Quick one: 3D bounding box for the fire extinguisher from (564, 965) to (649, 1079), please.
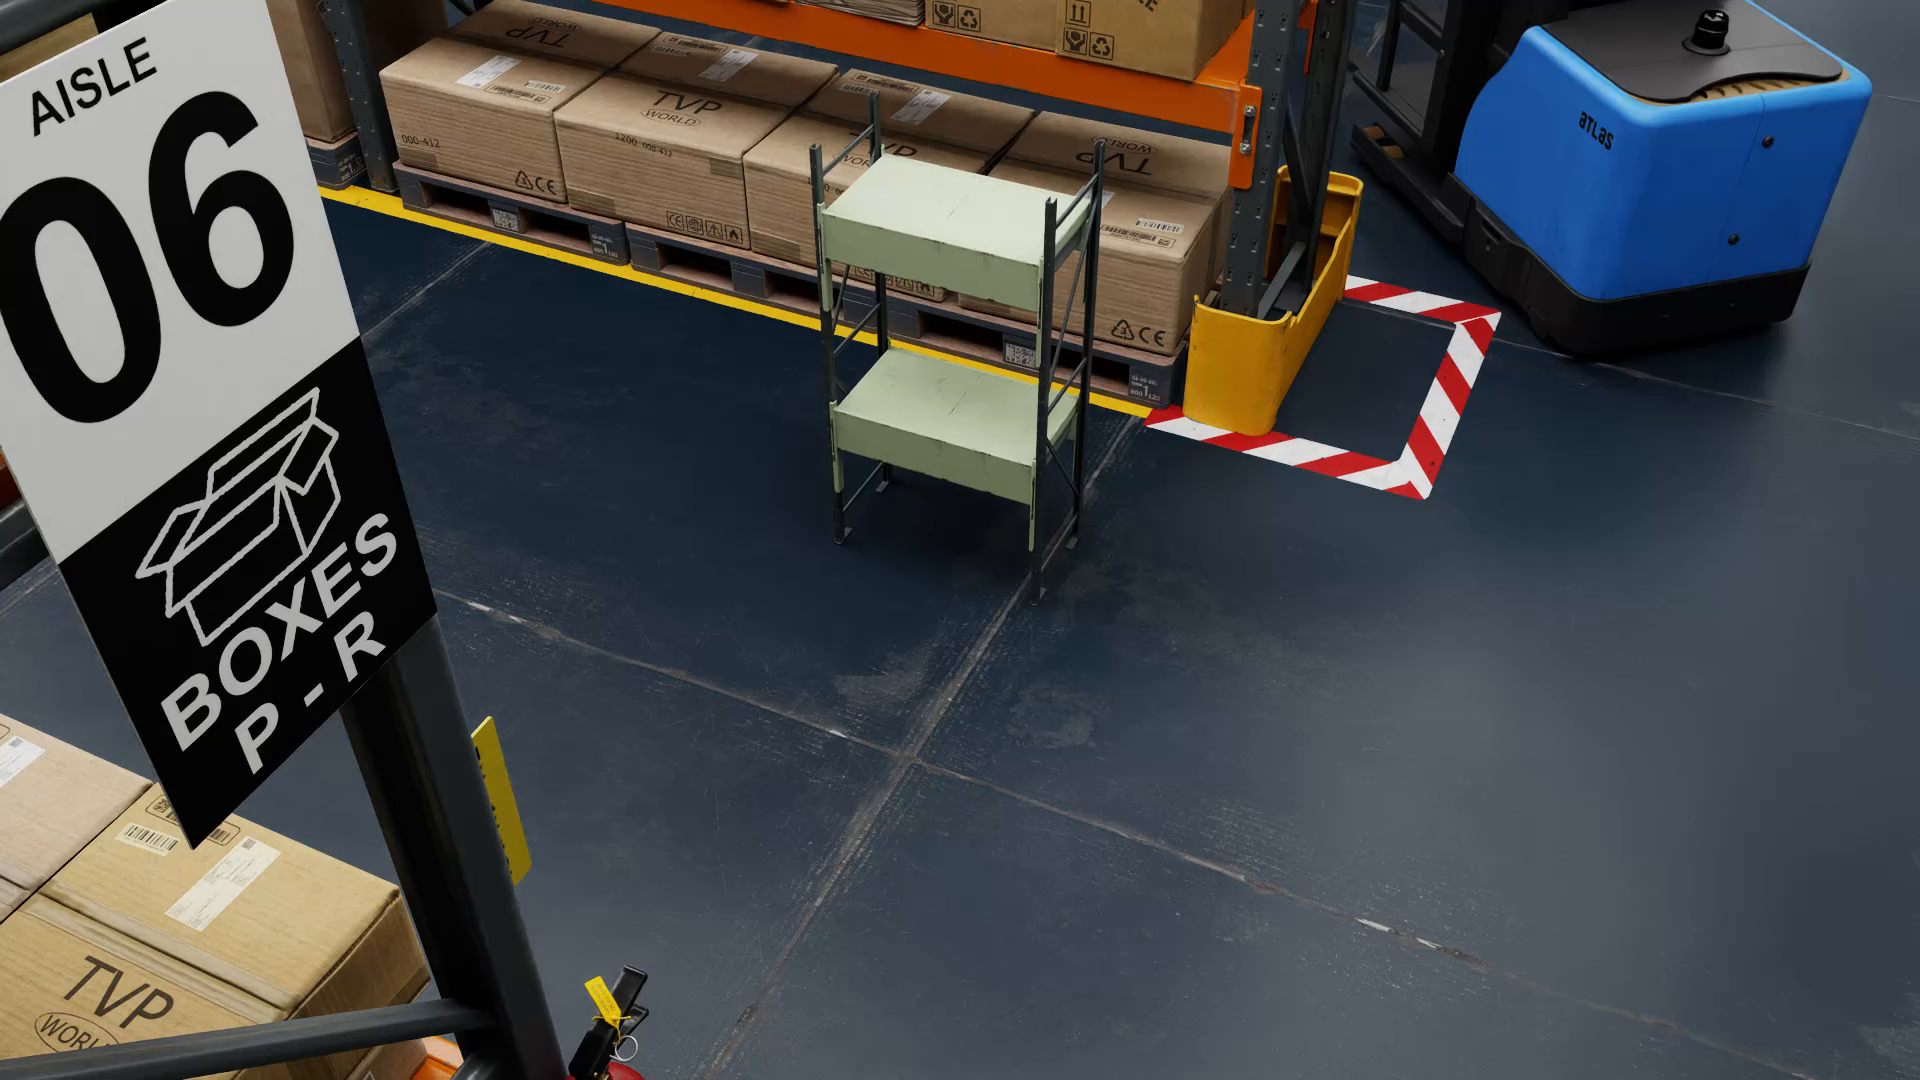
[{"bbox_3d":[-0.563,0.978,2.675,0.183,0.674,0.296,17,44,19],"label":"fire extinguisher"}]

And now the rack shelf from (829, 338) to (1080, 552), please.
[{"bbox_3d":[-0.006,-0.322,5.474,0.720,0.370,0.431,17,44,19],"label":"rack shelf"}]

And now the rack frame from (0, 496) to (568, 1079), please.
[{"bbox_3d":[-0.892,1.042,2.258,0.127,3.000,1.000,17,44,19],"label":"rack frame"}]

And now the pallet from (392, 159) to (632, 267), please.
[{"bbox_3d":[-1.765,-1.702,7.553,1.213,0.211,1.003,17,44,19],"label":"pallet"}]

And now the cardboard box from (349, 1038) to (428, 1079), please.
[{"bbox_3d":[-1.074,0.883,2.633,0.250,0.149,0.380,17,44,18],"label":"cardboard box"}]

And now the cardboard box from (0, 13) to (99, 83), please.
[{"bbox_3d":[-1.178,-0.432,1.556,0.500,0.250,0.500,17,44,18],"label":"cardboard box"}]

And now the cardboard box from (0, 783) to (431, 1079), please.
[{"bbox_3d":[-1.189,0.701,2.539,0.500,0.250,0.500,17,44,19],"label":"cardboard box"}]

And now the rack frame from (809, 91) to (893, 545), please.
[{"bbox_3d":[-0.338,-0.670,5.378,0.023,1.500,0.400,17,44,19],"label":"rack frame"}]

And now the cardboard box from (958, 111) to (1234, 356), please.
[{"bbox_3d":[0.563,-1.219,6.502,0.875,0.438,0.875,16,43,17],"label":"cardboard box"}]

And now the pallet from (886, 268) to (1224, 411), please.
[{"bbox_3d":[0.446,-1.027,6.773,1.213,0.211,1.003,17,44,19],"label":"pallet"}]

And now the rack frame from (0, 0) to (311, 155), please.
[{"bbox_3d":[-0.892,-1.225,0.293,0.127,3.000,1.000,17,44,19],"label":"rack frame"}]

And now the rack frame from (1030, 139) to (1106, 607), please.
[{"bbox_3d":[0.326,-0.467,5.144,0.023,1.500,0.400,17,44,19],"label":"rack frame"}]

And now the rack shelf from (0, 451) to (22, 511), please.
[{"bbox_3d":[-2.704,-0.374,2.150,4.000,0.370,1.077,17,44,19],"label":"rack shelf"}]

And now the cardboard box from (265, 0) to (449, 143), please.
[{"bbox_3d":[-3.017,-2.493,7.638,0.875,0.875,0.875,18,44,20],"label":"cardboard box"}]

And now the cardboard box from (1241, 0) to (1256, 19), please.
[{"bbox_3d":[0.890,-2.246,5.975,0.500,0.500,0.500,17,44,18],"label":"cardboard box"}]

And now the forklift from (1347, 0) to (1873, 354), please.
[{"bbox_3d":[2.469,-2.808,6.752,1.130,2.935,3.031,-10,42,-12],"label":"forklift"}]

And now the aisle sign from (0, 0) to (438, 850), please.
[{"bbox_3d":[-0.706,-0.096,1.586,0.004,0.787,0.394,17,44,19],"label":"aisle sign"}]

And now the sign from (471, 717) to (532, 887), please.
[{"bbox_3d":[-0.663,0.393,2.346,0.005,0.325,0.100,17,44,19],"label":"sign"}]

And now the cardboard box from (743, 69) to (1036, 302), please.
[{"bbox_3d":[-0.270,-1.468,6.789,0.875,0.438,0.875,18,44,20],"label":"cardboard box"}]

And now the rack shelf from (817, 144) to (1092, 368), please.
[{"bbox_3d":[-0.006,-0.863,5.005,0.720,0.370,0.431,17,44,19],"label":"rack shelf"}]

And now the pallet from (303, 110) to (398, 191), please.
[{"bbox_3d":[-3.153,-2.128,8.044,1.213,0.211,1.003,17,44,19],"label":"pallet"}]

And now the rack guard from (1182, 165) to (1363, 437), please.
[{"bbox_3d":[1.225,-0.954,6.469,0.348,0.500,1.175,17,44,19],"label":"rack guard"}]

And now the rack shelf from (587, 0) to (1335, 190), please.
[{"bbox_3d":[-0.609,-2.187,6.533,4.000,0.370,1.077,17,44,19],"label":"rack shelf"}]

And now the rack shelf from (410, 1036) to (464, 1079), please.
[{"bbox_3d":[-2.704,0.760,3.132,4.000,0.370,1.077,17,44,19],"label":"rack shelf"}]

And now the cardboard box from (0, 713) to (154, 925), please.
[{"bbox_3d":[-1.646,0.561,2.700,0.500,0.250,0.500,17,44,19],"label":"cardboard box"}]

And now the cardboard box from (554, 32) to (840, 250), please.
[{"bbox_3d":[-1.086,-1.718,7.078,0.875,0.438,0.875,16,43,17],"label":"cardboard box"}]

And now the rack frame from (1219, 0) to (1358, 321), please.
[{"bbox_3d":[1.203,-1.905,5.658,0.127,3.000,1.000,17,44,19],"label":"rack frame"}]

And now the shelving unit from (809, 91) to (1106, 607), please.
[{"bbox_3d":[-0.006,-0.569,5.261,0.755,1.500,0.431,17,44,19],"label":"shelving unit"}]

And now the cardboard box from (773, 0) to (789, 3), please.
[{"bbox_3d":[-0.738,-2.339,6.083,0.500,0.500,0.500,18,44,20],"label":"cardboard box"}]

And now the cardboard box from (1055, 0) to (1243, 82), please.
[{"bbox_3d":[0.654,-1.920,5.598,0.500,0.500,0.500,17,44,19],"label":"cardboard box"}]

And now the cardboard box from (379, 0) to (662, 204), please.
[{"bbox_3d":[-1.898,-1.966,7.364,0.875,0.438,0.875,16,44,18],"label":"cardboard box"}]

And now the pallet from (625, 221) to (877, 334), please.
[{"bbox_3d":[-0.656,-1.365,7.164,1.213,0.211,1.003,17,44,19],"label":"pallet"}]

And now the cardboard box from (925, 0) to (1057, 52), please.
[{"bbox_3d":[0.206,-2.068,5.769,0.500,0.500,0.500,16,43,18],"label":"cardboard box"}]

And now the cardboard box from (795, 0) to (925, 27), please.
[{"bbox_3d":[-0.264,-2.204,5.926,0.500,0.500,0.500,18,44,20],"label":"cardboard box"}]

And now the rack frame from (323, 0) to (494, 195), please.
[{"bbox_3d":[-2.421,-3.013,6.936,0.127,3.000,1.000,17,44,19],"label":"rack frame"}]
